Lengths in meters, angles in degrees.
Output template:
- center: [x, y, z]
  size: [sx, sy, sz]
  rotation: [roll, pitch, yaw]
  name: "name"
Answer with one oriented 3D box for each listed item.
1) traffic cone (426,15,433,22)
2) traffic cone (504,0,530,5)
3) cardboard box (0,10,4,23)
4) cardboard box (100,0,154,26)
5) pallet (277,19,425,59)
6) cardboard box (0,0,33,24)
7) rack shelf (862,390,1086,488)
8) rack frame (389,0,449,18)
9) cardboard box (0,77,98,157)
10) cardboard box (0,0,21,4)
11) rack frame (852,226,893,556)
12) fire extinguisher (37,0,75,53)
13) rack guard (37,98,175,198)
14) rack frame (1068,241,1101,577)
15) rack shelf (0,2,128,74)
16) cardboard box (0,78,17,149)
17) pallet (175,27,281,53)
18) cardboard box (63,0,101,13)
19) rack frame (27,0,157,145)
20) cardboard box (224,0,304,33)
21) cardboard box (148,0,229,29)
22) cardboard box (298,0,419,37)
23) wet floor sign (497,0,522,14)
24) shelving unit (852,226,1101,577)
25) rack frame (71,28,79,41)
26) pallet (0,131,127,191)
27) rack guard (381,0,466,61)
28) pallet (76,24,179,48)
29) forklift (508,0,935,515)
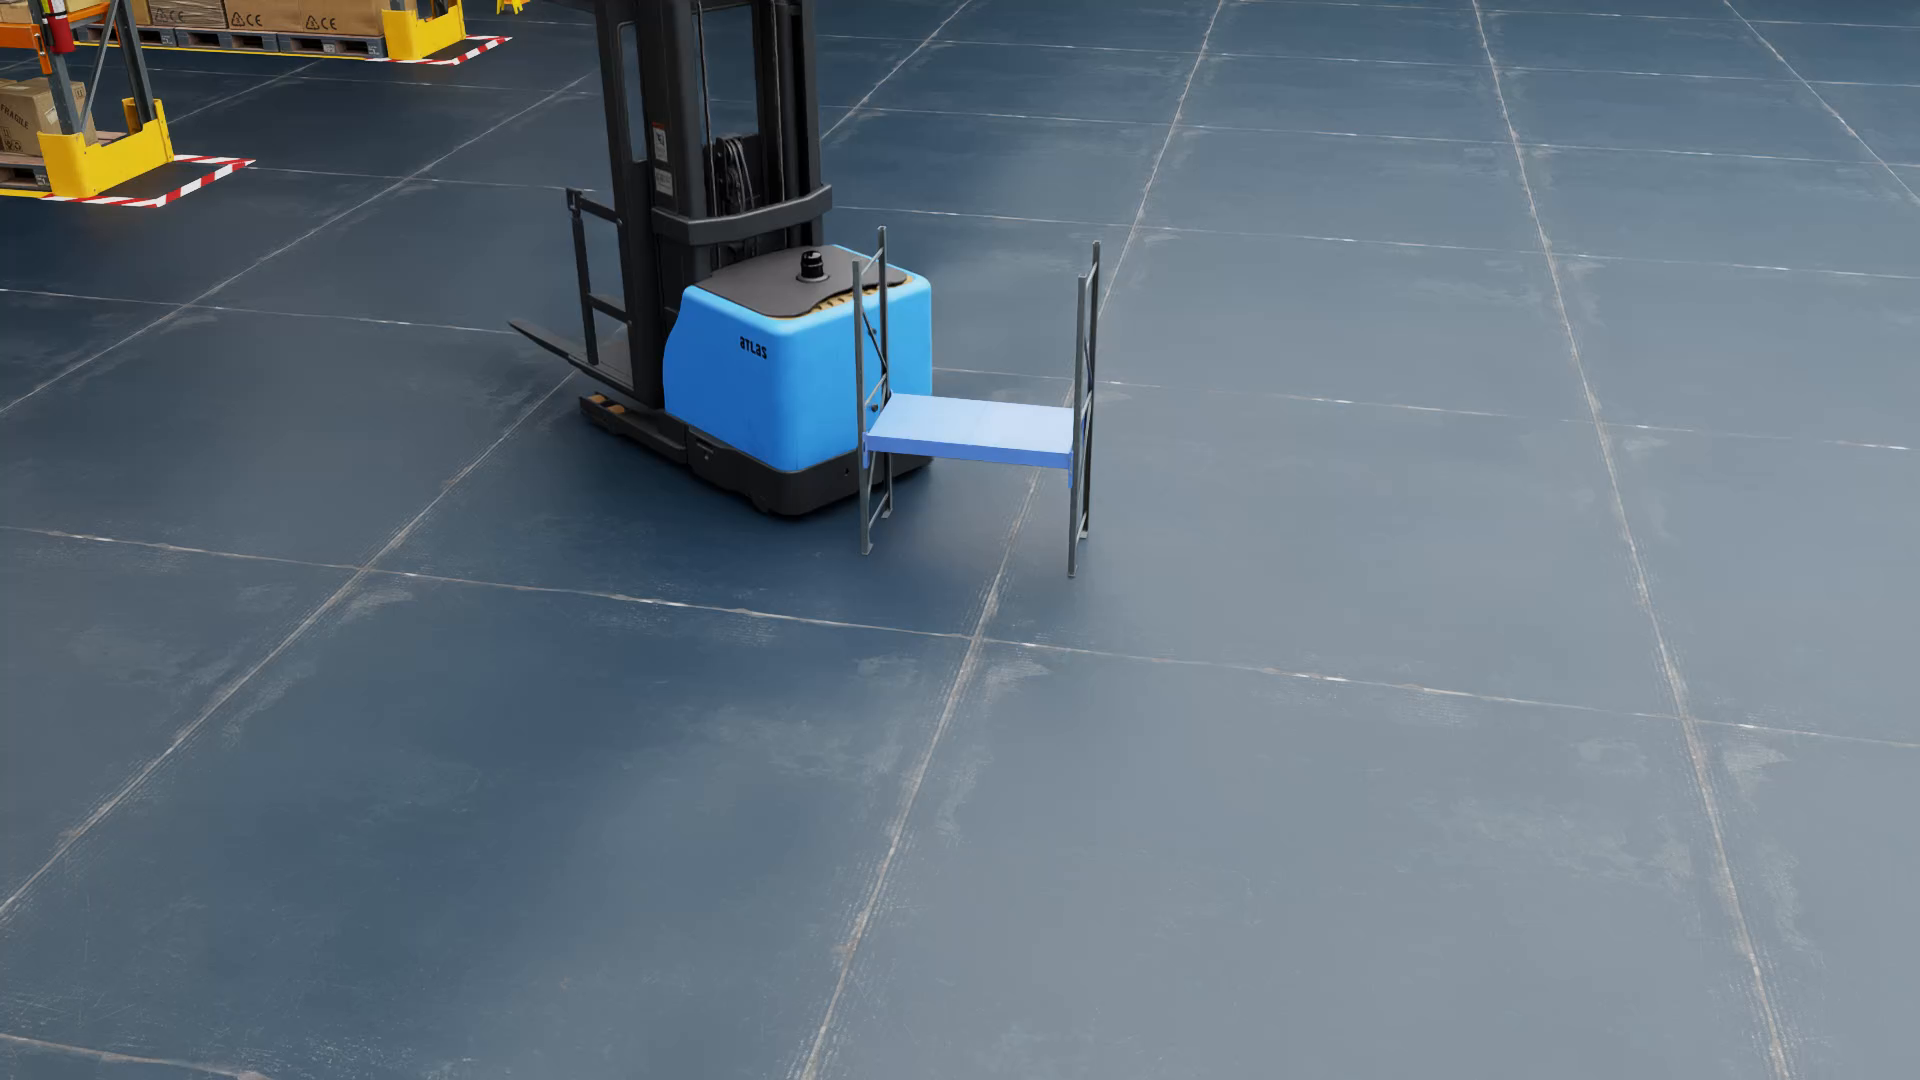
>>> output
- center: [-5.984, -6.236, 19.158]
  size: [0.334, 0.463, 0.336]
  rotation: [6, 29, 11]
  name: "traffic cone"
- center: [-5.416, -6.732, 20.065]
  size: [0.334, 0.463, 0.336]
  rotation: [6, 29, 11]
  name: "traffic cone"
- center: [-7.462, -4.156, 12.979]
  size: [0.250, 0.149, 0.380]
  rotation: [6, 29, 11]
  name: "cardboard box"
- center: [-9.073, -6.186, 18.200]
  size: [0.875, 0.875, 0.875]
  rotation: [6, 29, 11]
  name: "cardboard box"
- center: [-6.560, -5.449, 17.983]
  size: [1.213, 0.211, 1.003]
  rotation: [6, 29, 11]
  name: "pallet"
- center: [-7.218, -4.131, 12.933]
  size: [0.250, 0.149, 0.380]
  rotation: [6, 29, 11]
  name: "cardboard box"
- center: [0.083, -0.492, 7.961]
  size: [1.000, 0.185, 0.538]
  rotation: [6, 29, 11]
  name: "rack shelf"
- center: [-5.762, -6.628, 17.234]
  size: [0.127, 3.000, 1.000]
  rotation: [6, 29, 11]
  name: "rack frame"
- center: [-7.503, -3.467, 13.625]
  size: [0.500, 0.500, 0.500]
  rotation: [11, 31, 20]
  name: "cardboard box"
- center: [-7.428, -4.551, 13.026]
  size: [0.500, 0.500, 0.875]
  rotation: [6, 29, 11]
  name: "cardboard box"
- center: [-0.414, -0.700, 7.967]
  size: [0.032, 1.500, 0.500]
  rotation: [6, 29, 11]
  name: "rack frame"
- center: [-6.880, -4.047, 12.600]
  size: [0.183, 0.674, 0.296]
  rotation: [6, 29, 11]
  name: "fire extinguisher"
- center: [-6.971, -3.220, 13.611]
  size: [0.348, 0.500, 1.175]
  rotation: [6, 29, 11]
  name: "rack guard"
- center: [0.581, -0.598, 7.781]
  size: [0.032, 1.500, 0.500]
  rotation: [6, 29, 11]
  name: "rack frame"
- center: [-8.852, -4.194, 13.536]
  size: [4.000, 0.370, 1.077]
  rotation: [6, 29, 11]
  name: "rack shelf"
- center: [-8.095, -3.511, 13.706]
  size: [0.500, 0.500, 0.500]
  rotation: [14, 32, 24]
  name: "cardboard box"
- center: [-7.749, -5.572, 18.208]
  size: [1.213, 0.211, 1.003]
  rotation: [6, 29, 11]
  name: "pallet"
- center: [-7.125, -4.339, 13.314]
  size: [0.250, 0.149, 0.380]
  rotation: [6, 29, 11]
  name: "cardboard box"
- center: [-6.896, -4.309, 12.997]
  size: [0.127, 3.000, 1.000]
  rotation: [6, 29, 11]
  name: "rack frame"
- center: [-7.300, -6.005, 17.870]
  size: [0.875, 0.875, 0.875]
  rotation: [5, 29, 10]
  name: "cardboard box"
- center: [-8.191, -6.097, 18.039]
  size: [0.875, 0.875, 0.875]
  rotation: [6, 29, 11]
  name: "cardboard box"
- center: [-6.439, -5.917, 17.710]
  size: [0.875, 0.875, 0.875]
  rotation: [6, 29, 11]
  name: "cardboard box"
- center: [-5.320, -6.523, 19.492]
  size: [0.232, 0.644, 0.267]
  rotation: [1, 29, 2]
  name: "wet floor sign"
- center: [0.083, -0.649, 7.874]
  size: [1.048, 1.500, 0.538]
  rotation: [6, 29, 11]
  name: "shelving unit"
- center: [-9.673, -7.029, 17.966]
  size: [0.127, 3.000, 1.000]
  rotation: [6, 29, 11]
  name: "rack frame"
- center: [-7.758, -3.192, 13.860]
  size: [1.213, 0.211, 1.003]
  rotation: [6, 29, 11]
  name: "pallet"
- center: [-5.738, -5.529, 17.829]
  size: [0.348, 0.500, 1.175]
  rotation: [6, 29, 11]
  name: "rack guard"
- center: [-8.946, -5.693, 18.429]
  size: [1.213, 0.211, 1.003]
  rotation: [6, 29, 11]
  name: "pallet"
- center: [-1.508, -2.025, 8.897]
  size: [1.130, 2.935, 3.031]
  rotation: [-24, 37, -37]
  name: "forklift"
